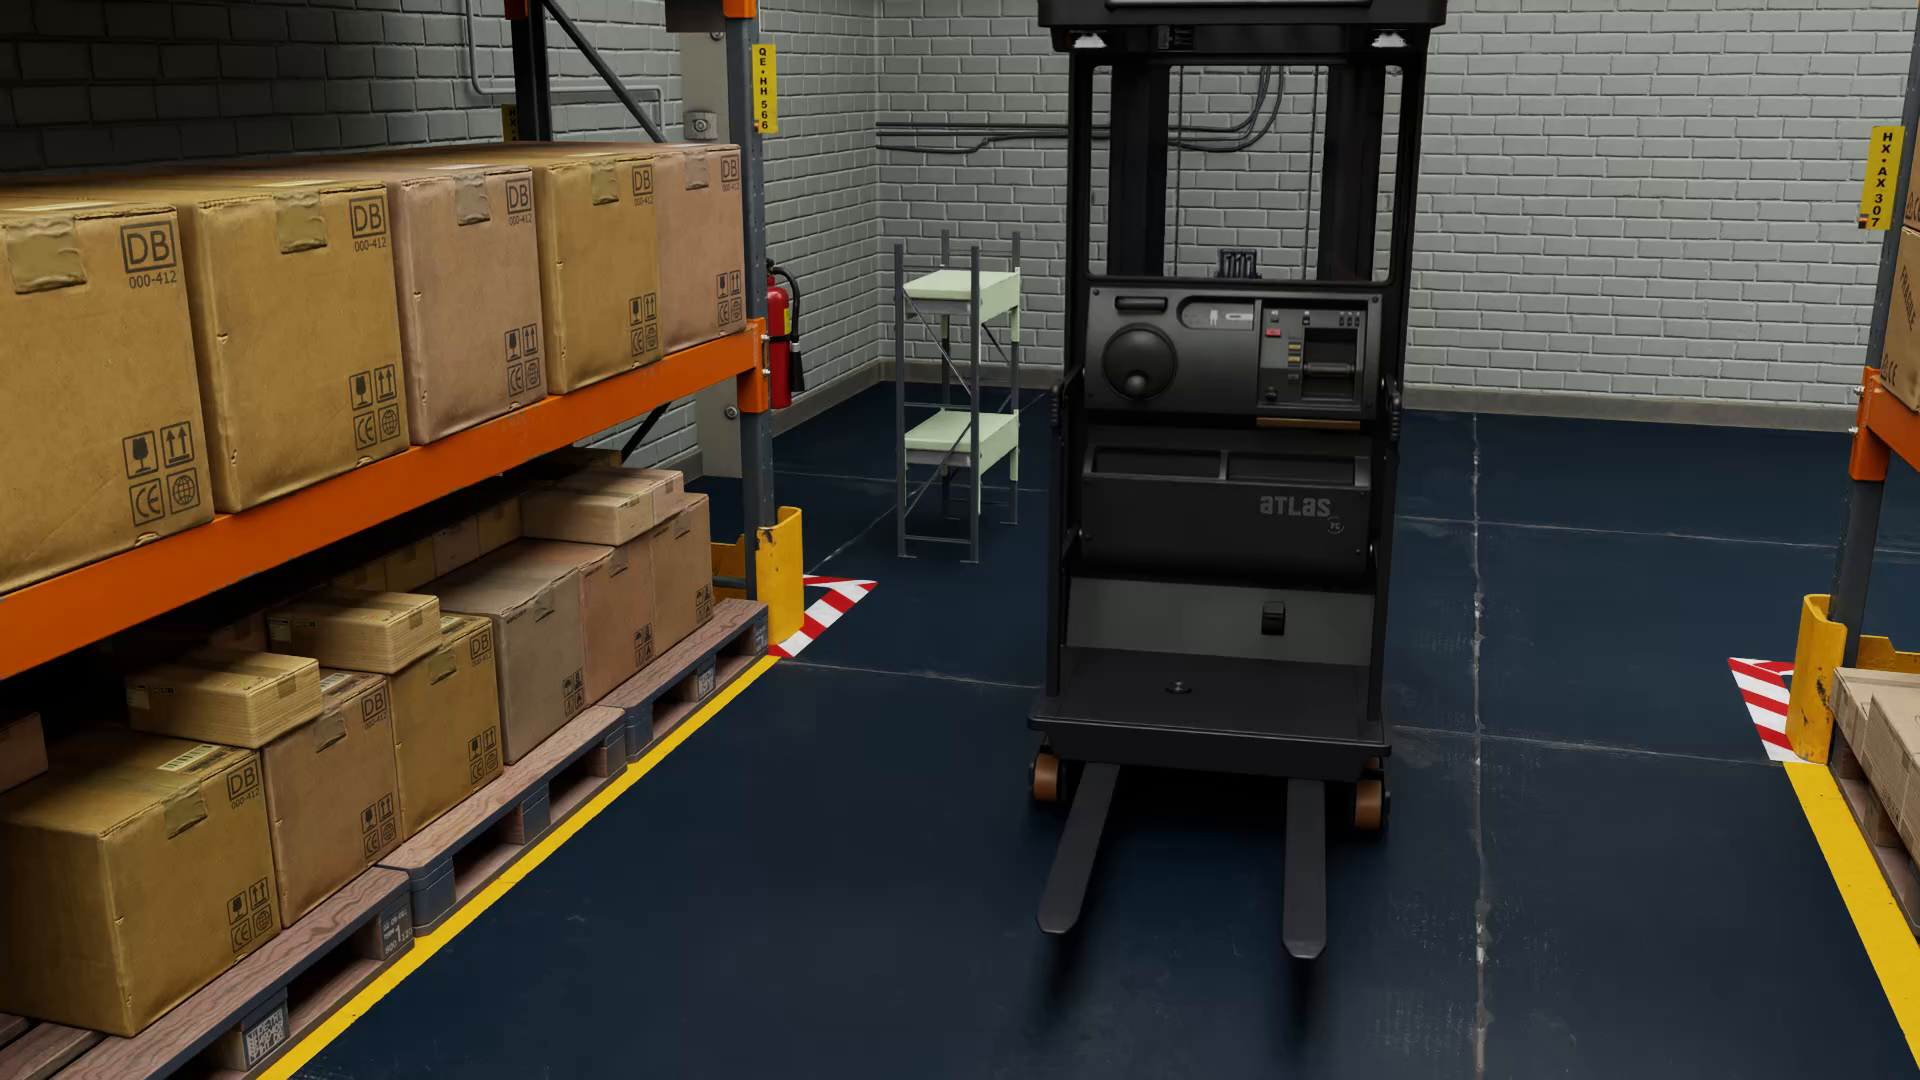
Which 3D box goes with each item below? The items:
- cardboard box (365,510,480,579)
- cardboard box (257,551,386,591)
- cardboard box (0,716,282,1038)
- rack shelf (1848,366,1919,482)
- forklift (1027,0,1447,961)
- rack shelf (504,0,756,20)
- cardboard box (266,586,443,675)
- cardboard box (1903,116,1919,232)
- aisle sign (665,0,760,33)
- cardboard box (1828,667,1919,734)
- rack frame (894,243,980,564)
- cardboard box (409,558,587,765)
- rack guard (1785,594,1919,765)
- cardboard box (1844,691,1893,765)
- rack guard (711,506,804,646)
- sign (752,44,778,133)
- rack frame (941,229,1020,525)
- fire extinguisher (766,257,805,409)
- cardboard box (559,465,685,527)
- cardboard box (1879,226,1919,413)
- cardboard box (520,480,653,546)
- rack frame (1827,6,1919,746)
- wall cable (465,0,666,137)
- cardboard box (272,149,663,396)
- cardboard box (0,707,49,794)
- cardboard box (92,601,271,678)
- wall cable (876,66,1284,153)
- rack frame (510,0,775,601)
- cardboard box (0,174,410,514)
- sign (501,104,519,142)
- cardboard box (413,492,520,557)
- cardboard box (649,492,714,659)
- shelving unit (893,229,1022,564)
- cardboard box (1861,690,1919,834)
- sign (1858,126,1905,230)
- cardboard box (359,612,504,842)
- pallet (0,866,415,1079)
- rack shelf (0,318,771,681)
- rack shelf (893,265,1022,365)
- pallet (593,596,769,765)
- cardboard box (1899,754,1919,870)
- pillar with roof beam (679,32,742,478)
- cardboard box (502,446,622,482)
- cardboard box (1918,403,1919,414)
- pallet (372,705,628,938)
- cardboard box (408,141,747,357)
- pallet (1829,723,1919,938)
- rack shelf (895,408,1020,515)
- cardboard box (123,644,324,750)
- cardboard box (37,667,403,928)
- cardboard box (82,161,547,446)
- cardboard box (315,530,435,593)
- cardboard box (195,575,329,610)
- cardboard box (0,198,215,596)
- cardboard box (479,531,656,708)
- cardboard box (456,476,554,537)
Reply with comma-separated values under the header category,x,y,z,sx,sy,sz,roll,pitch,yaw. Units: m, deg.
category,x,y,z,sx,sy,sz,roll,pitch,yaw
cardboard box,-1.807,0.006,5.433,0.380,0.149,0.250,5,17,17
cardboard box,-1.951,0.140,4.963,0.380,0.149,0.250,4,16,15
cardboard box,-2.087,0.770,3.930,0.700,0.500,0.500,5,17,17
rack shelf,2.921,0.163,3.576,1.077,0.370,4.000,5,16,16
forklift,0.831,-0.616,5.130,1.130,2.935,3.031,3,16,11
rack shelf,-1.830,-1.663,4.518,1.077,0.370,4.000,5,16,16
cardboard box,-1.667,0.246,4.589,0.380,0.149,0.250,4,16,14
cardboard box,3.110,-1.140,4.836,0.500,0.500,0.500,5,17,18
aisle sign,-0.953,-2.336,6.303,0.394,0.787,0.004,5,16,16
cardboard box,3.041,0.536,5.360,0.380,0.149,0.250,5,16,16
rack frame,-0.106,-0.624,7.781,0.400,1.500,0.023,5,16,16
cardboard box,-1.649,0.364,5.359,0.700,0.500,0.500,4,16,14
rack guard,3.468,0.516,5.594,1.175,0.500,0.348,5,16,16
cardboard box,2.970,0.593,5.127,0.380,0.166,0.250,5,16,16
rack guard,-1.254,0.107,7.037,1.175,0.500,0.348,5,16,16
sign,-0.745,-1.715,6.322,0.100,0.325,0.005,5,16,16
rack frame,0.102,-0.816,8.456,0.400,1.500,0.023,5,16,16
fire extinguisher,-0.776,-0.877,6.748,0.296,0.674,0.183,5,16,16
cardboard box,-1.226,-0.162,6.028,0.380,0.149,0.250,4,16,15
cardboard box,3.110,-0.659,4.972,0.500,0.500,0.500,5,17,17
cardboard box,-1.298,-0.096,5.792,0.380,0.149,0.250,5,17,17
rack frame,3.489,-0.706,5.323,1.000,3.000,0.127,5,16,16
wall cable,-1.804,-1.987,7.975,0.084,1.984,1.851,5,16,16
cardboard box,-1.593,-0.908,5.485,0.980,0.700,0.700,4,16,15
cardboard box,-2.319,0.480,3.762,0.380,0.149,0.250,5,16,16
cardboard box,-2.097,0.273,4.492,0.380,0.149,0.250,4,16,14
wall cable,0.689,-3.934,11.398,3.097,2.526,0.112,5,16,16
rack frame,-1.261,-1.090,6.674,1.000,3.000,0.127,5,16,16
cardboard box,-2.015,-0.519,4.111,0.980,0.700,0.700,4,16,14
sign,-1.792,-1.589,6.702,0.100,0.325,0.005,5,16,16
cardboard box,-1.735,-0.060,5.668,0.380,0.149,0.250,5,17,16
cardboard box,-1.364,0.102,6.284,0.700,0.500,0.500,5,16,16
shelving unit,-0.002,-0.720,8.119,0.431,1.500,0.755,5,16,16
cardboard box,2.921,0.656,4.753,0.500,0.250,0.500,5,16,16
sign,2.969,-1.165,5.353,0.100,0.325,0.005,5,16,16
cardboard box,-1.793,0.504,4.865,0.700,0.500,0.500,5,17,17
pallet,-2.107,1.106,4.045,1.003,0.211,1.213,5,16,16
rack shelf,-1.830,-0.220,4.927,1.077,0.370,4.000,5,16,16
rack shelf,-0.002,-1.095,8.012,0.431,0.370,0.720,5,16,16
pallet,-1.413,0.467,6.295,1.003,0.211,1.213,5,16,16
cardboard box,2.779,0.787,4.292,0.500,0.250,0.500,5,16,16
pillar with roof beam,2.804,-4.415,7.405,9.100,9.000,0.400,5,16,16
cardboard box,-1.520,-0.258,6.366,0.380,0.149,0.250,5,17,16
cardboard box,2.969,-0.523,4.495,0.500,0.500,0.500,4,16,15
pallet,-1.762,0.785,5.174,1.003,0.211,1.213,5,16,16
cardboard box,-1.397,-1.100,6.160,0.980,0.700,0.700,5,17,18
pallet,3.242,0.864,4.898,1.003,0.211,1.213,5,16,16
rack shelf,-0.002,-0.406,8.208,0.431,0.370,0.720,5,16,16
cardboard box,-1.815,0.382,4.107,0.380,0.149,0.250,5,17,18
cardboard box,-1.941,0.639,4.392,0.700,0.500,0.500,4,16,15
cardboard box,-1.818,-0.710,4.785,0.980,0.700,0.700,4,16,13
cardboard box,-1.879,0.073,5.196,0.380,0.149,0.250,5,17,16
cardboard box,-2.024,0.207,4.724,0.380,0.149,0.250,5,17,16
cardboard box,-2.228,-0.328,3.439,0.980,0.700,0.700,5,17,17
cardboard box,-1.506,0.233,5.823,0.700,0.500,0.500,5,16,16
cardboard box,-1.664,-0.126,5.898,0.380,0.149,0.250,5,16,16
